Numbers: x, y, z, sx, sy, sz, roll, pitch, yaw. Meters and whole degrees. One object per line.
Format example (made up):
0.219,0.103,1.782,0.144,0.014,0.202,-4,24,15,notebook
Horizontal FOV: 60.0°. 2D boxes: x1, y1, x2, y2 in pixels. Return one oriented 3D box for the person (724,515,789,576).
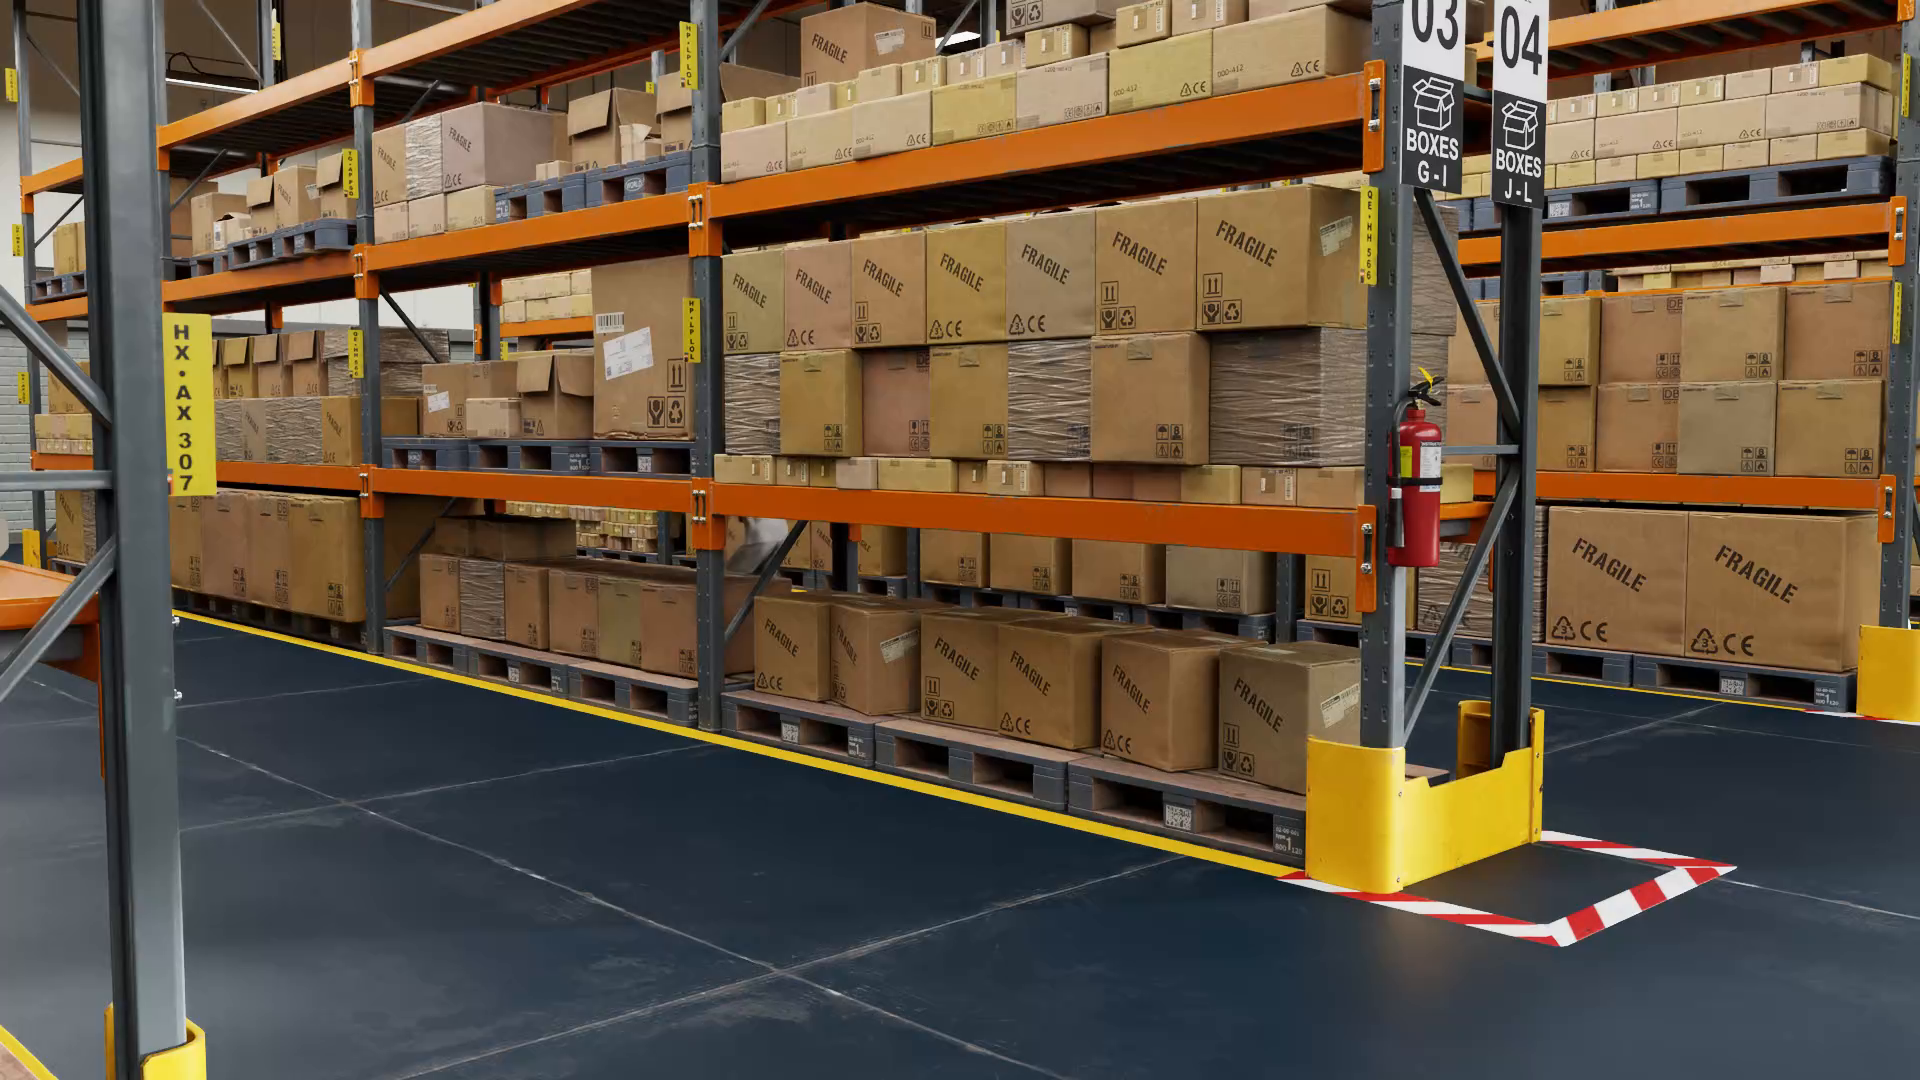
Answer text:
-1.549,0.032,12.257,0.489,1.444,0.595,-4,6,-43,person
